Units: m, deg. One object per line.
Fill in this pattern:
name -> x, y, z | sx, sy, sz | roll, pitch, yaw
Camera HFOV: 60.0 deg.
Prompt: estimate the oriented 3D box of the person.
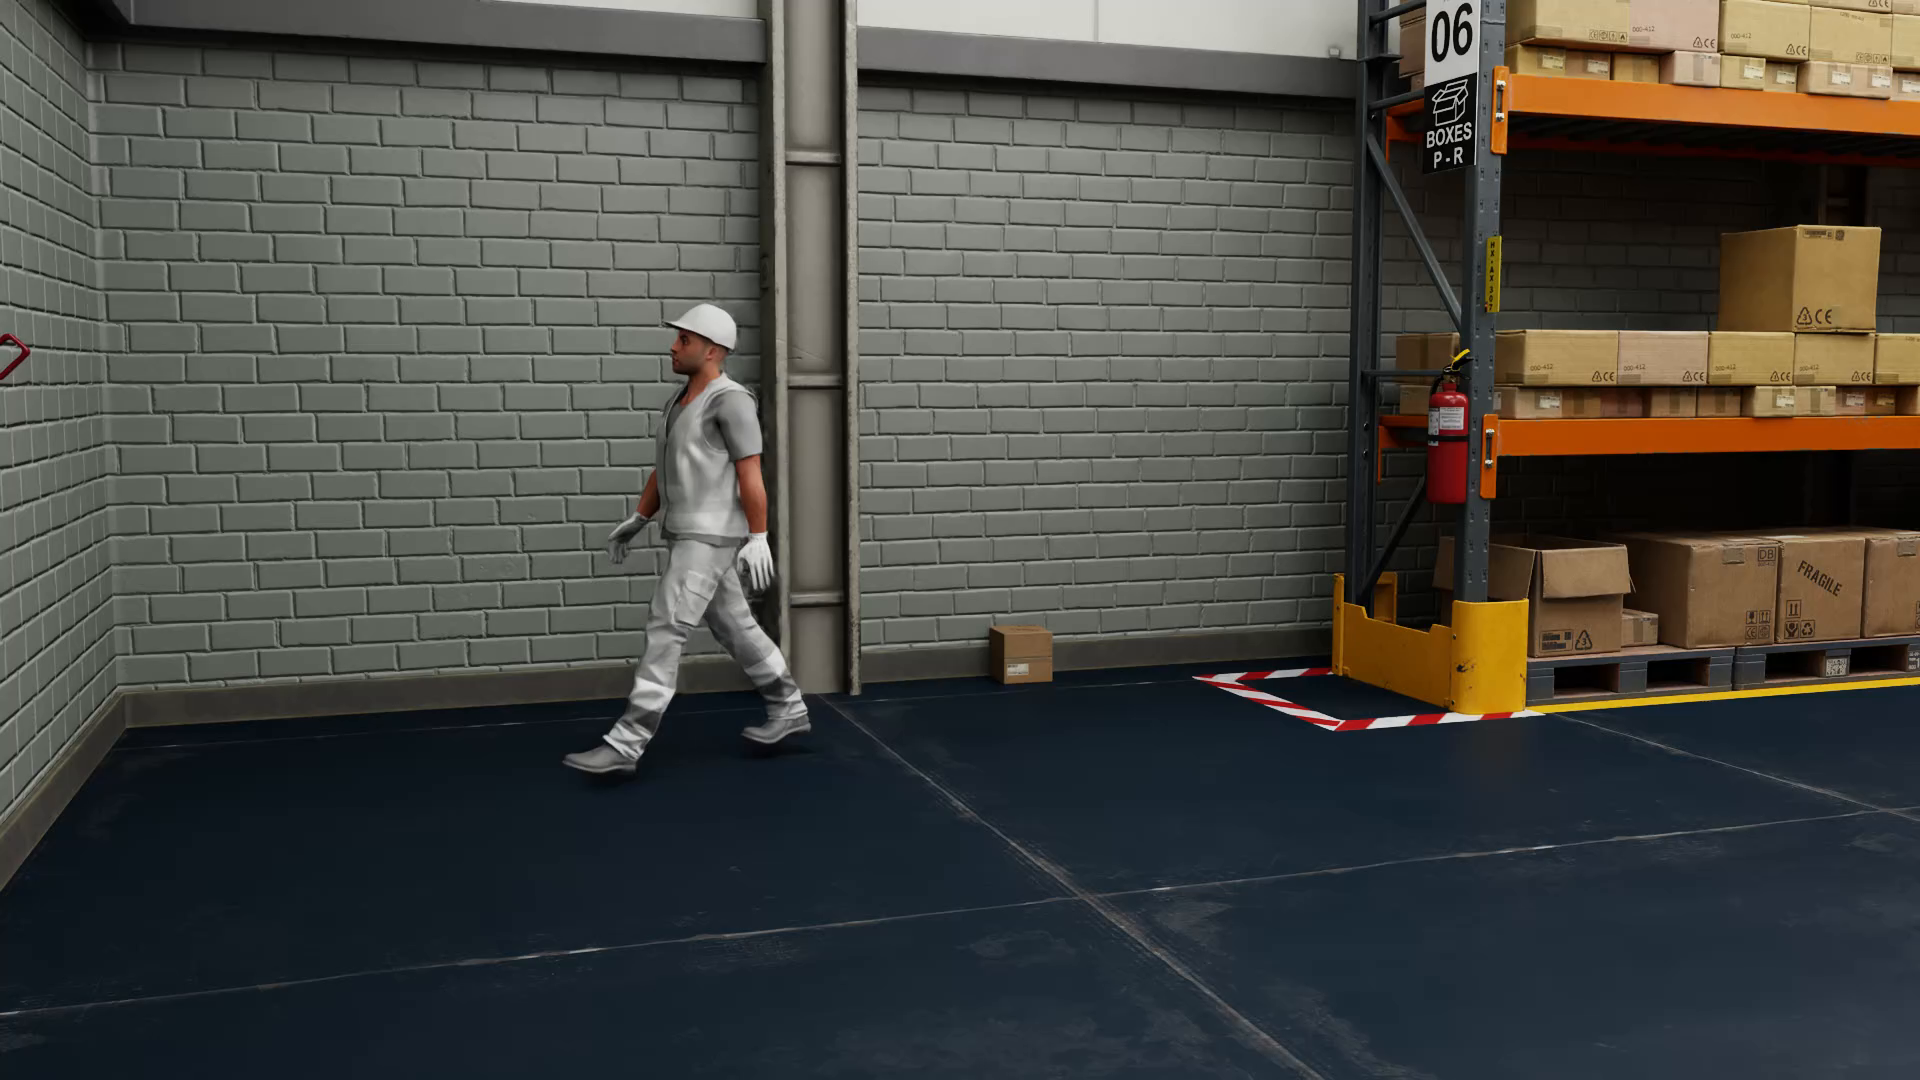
person -> -1.049, 0.005, 6.313 | 1.053, 1.690, 0.605 | -3, 7, -29
